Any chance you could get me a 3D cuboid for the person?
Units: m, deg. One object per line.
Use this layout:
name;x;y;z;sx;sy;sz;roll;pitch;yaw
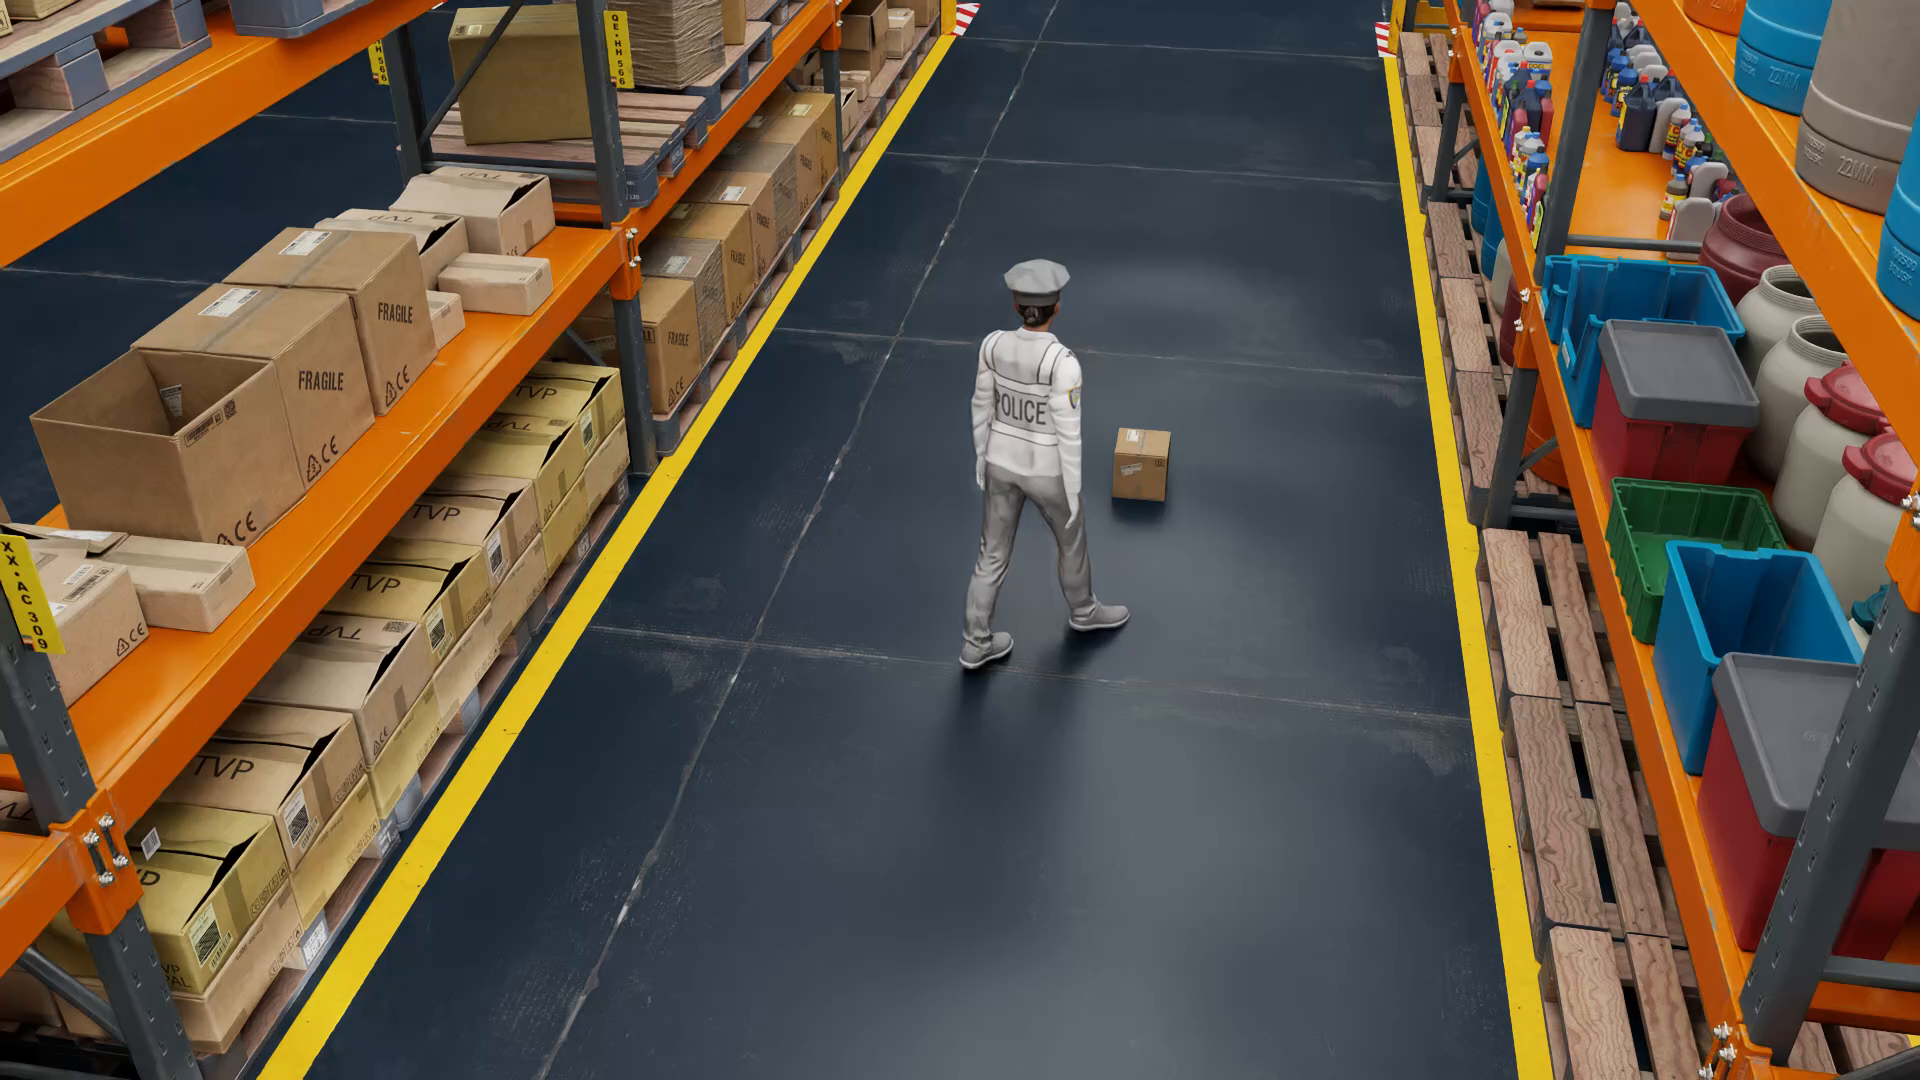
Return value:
person;0.297;-0.285;6.578;0.567;1.647;0.760;21;38;29
